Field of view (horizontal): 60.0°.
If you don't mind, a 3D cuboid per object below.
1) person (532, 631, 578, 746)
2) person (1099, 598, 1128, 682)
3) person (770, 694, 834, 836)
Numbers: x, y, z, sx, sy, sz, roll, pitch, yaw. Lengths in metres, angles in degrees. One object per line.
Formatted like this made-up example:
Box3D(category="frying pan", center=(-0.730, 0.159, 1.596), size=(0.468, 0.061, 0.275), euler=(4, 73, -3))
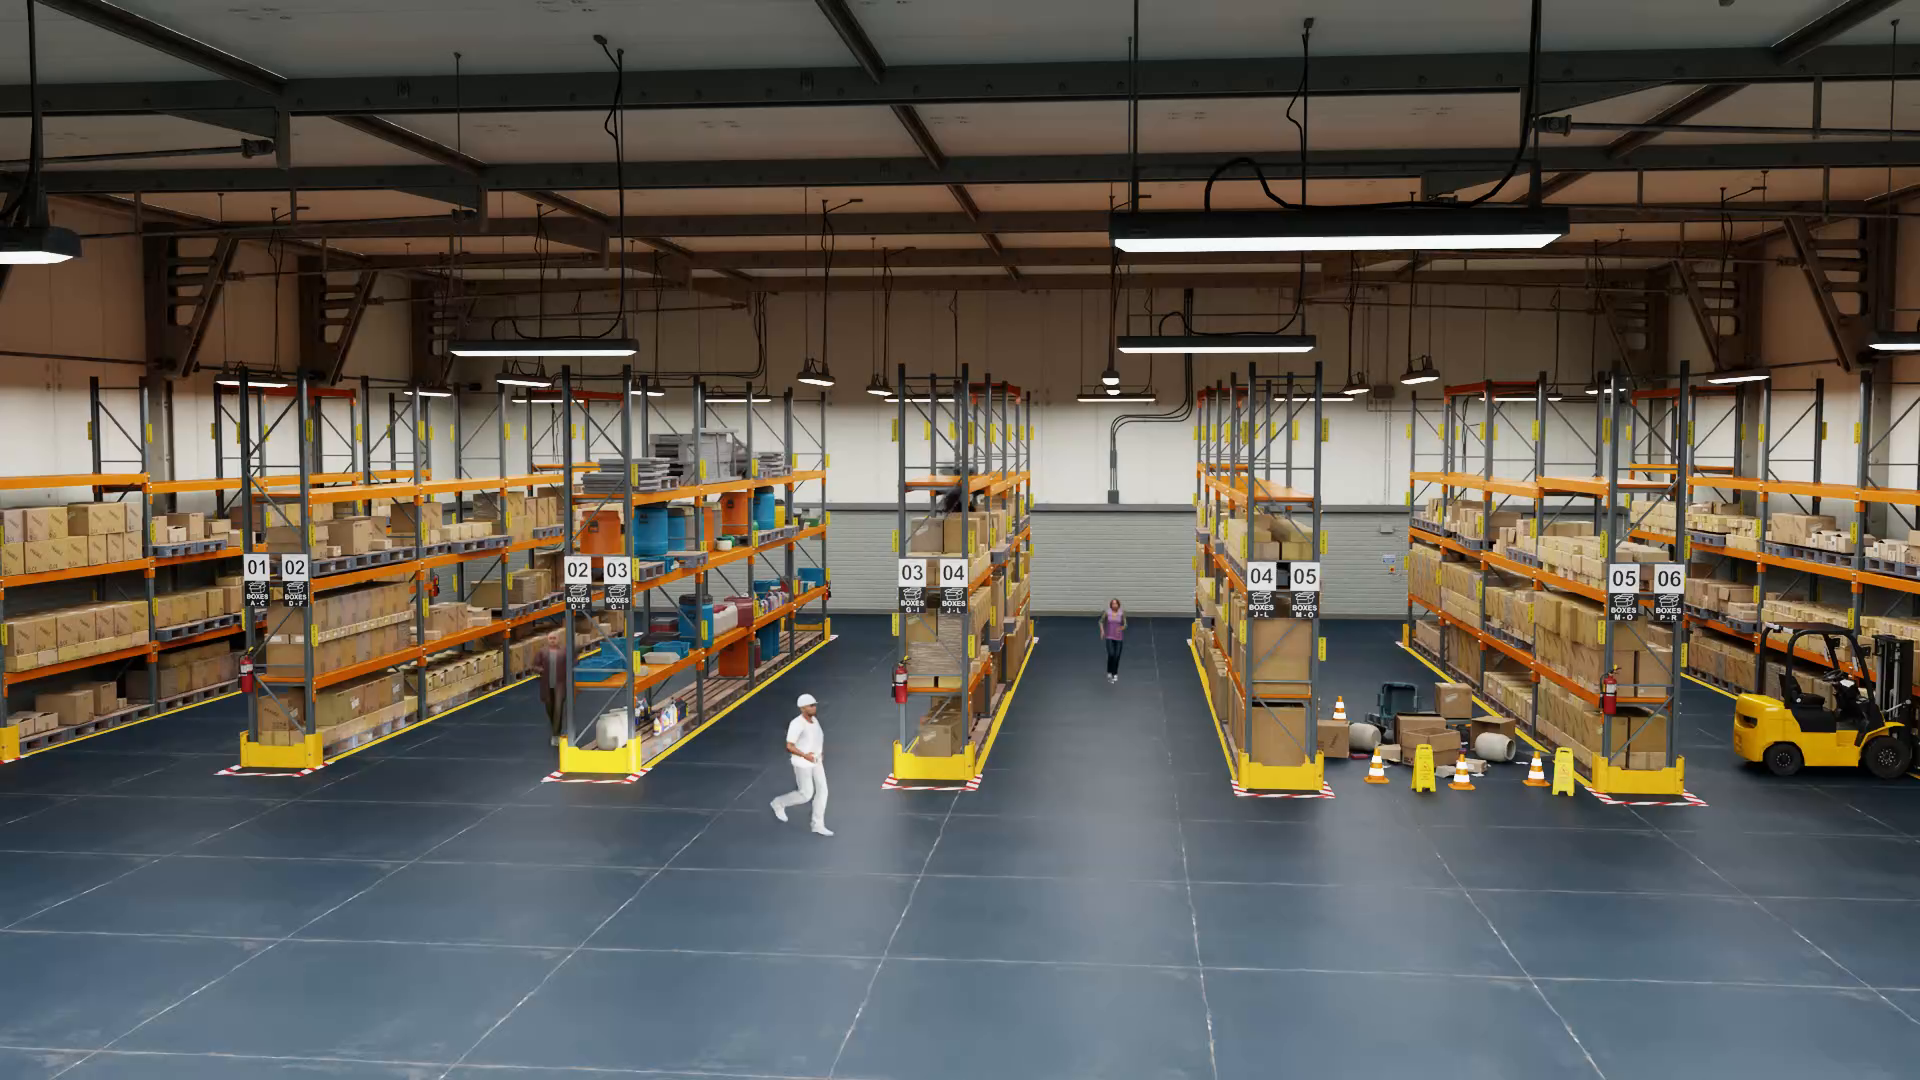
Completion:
Box3D(category="person", center=(-6.563, 2.366, 26.892), size=(0.708, 1.779, 1.049), euler=(0, 4, -5))
Box3D(category="person", center=(2.915, 1.897, 31.499), size=(0.519, 1.590, 0.621), euler=(0, 4, -2))
Box3D(category="person", center=(-1.958, 2.805, 20.848), size=(0.858, 1.758, 0.675), euler=(2, 4, 27))
